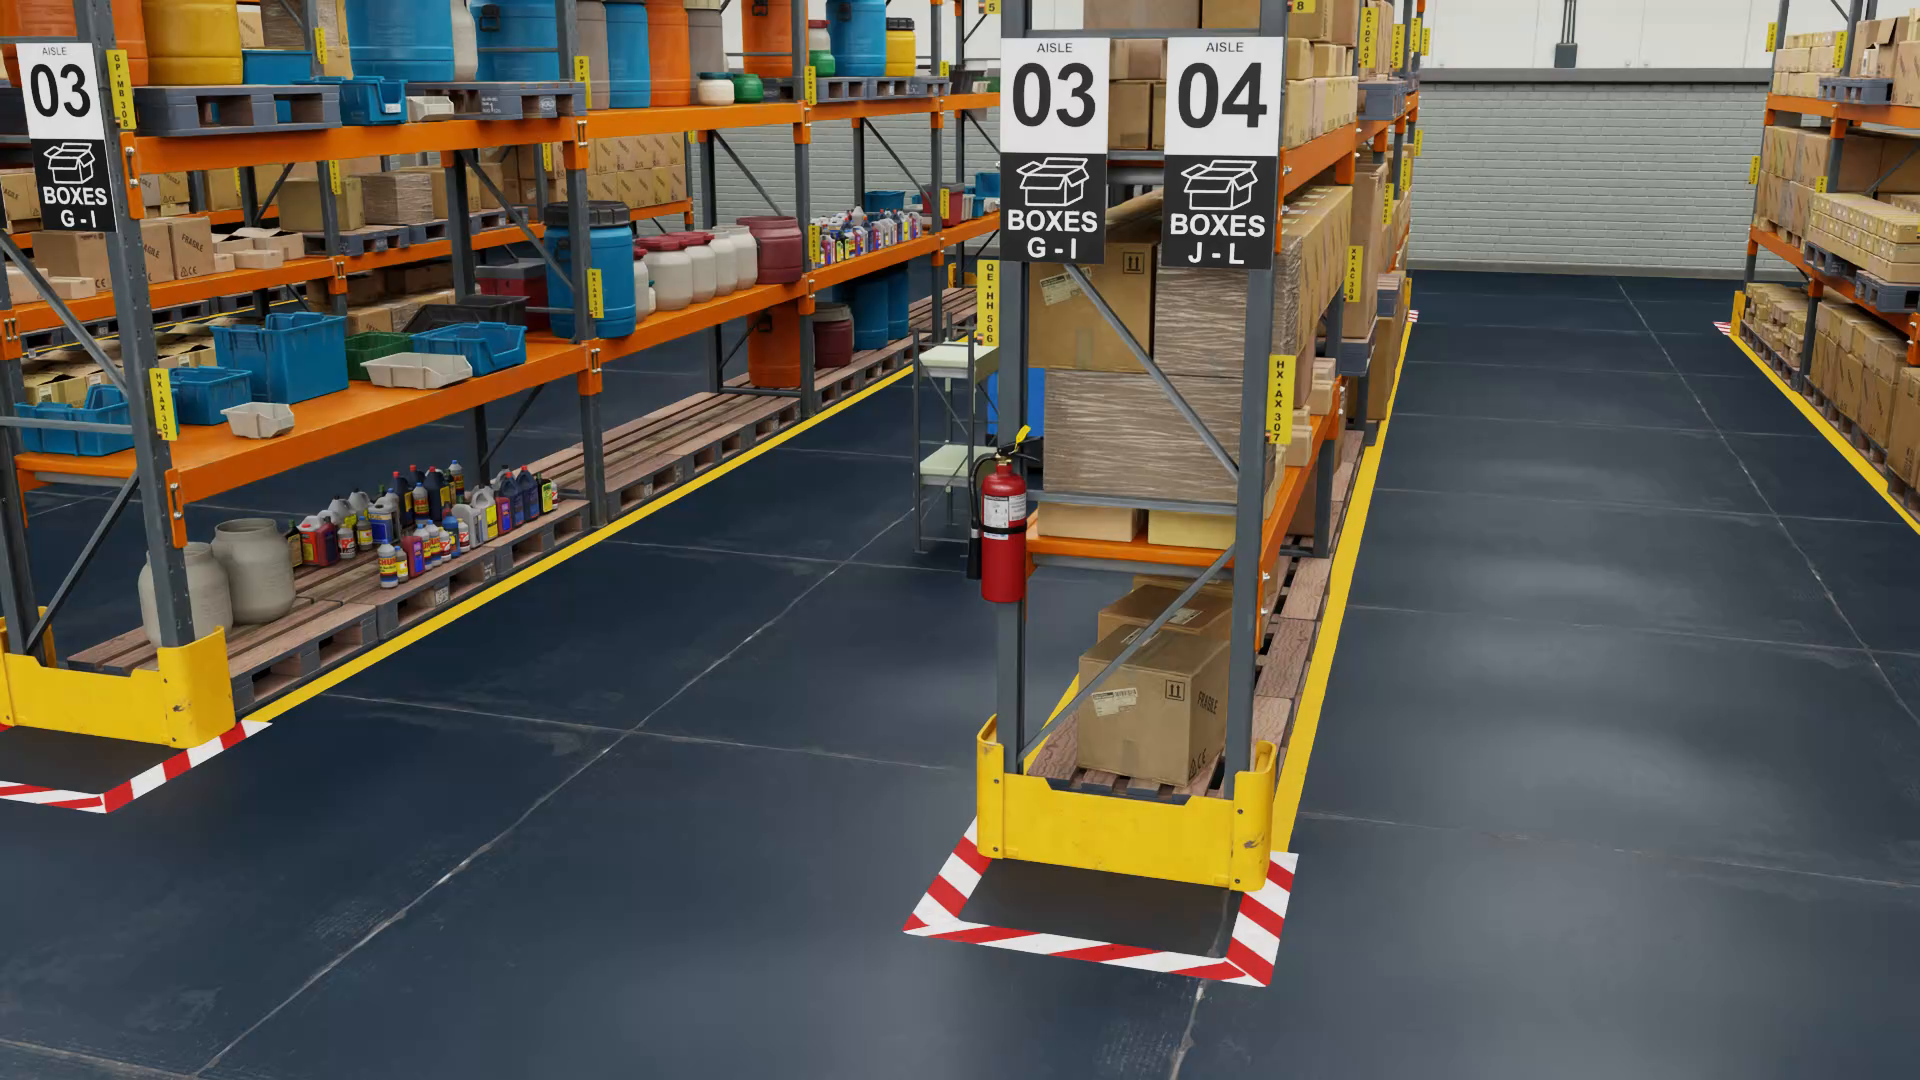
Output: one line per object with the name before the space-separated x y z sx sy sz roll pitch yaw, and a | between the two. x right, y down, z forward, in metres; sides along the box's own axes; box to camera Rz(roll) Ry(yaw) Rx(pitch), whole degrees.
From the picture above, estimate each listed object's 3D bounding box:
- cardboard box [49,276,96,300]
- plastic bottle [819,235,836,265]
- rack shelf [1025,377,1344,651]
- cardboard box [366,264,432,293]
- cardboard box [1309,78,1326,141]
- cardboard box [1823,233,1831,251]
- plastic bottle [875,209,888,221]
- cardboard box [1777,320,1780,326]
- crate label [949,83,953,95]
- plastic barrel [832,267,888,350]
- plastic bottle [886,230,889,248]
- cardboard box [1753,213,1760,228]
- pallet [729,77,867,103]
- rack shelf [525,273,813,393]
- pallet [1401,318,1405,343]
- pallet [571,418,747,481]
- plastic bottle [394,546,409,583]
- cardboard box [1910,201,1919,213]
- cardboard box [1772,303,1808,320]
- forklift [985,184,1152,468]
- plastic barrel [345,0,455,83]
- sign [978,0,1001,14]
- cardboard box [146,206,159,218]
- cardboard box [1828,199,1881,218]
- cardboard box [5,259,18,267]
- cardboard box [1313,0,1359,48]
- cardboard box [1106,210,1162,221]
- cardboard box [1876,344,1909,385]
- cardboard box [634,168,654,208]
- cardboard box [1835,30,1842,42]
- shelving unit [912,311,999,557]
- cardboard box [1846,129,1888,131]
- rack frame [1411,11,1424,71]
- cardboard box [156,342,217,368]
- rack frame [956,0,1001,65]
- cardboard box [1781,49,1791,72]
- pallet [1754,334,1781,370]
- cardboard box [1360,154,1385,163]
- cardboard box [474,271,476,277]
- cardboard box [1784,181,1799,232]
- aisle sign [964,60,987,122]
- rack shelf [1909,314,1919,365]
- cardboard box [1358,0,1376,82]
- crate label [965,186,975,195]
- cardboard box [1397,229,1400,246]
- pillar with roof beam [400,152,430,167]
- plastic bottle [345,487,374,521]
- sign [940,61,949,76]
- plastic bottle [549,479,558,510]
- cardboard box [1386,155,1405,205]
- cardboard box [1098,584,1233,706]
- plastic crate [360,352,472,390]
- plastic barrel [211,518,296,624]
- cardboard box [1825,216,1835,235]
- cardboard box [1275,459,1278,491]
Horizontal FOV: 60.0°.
cardboard box | -7.271 -2.047 13.509 0.380 0.149 0.250 5 16 16
plastic bottle | -1.270 -2.763 15.800 0.152 0.276 0.135 5 16 16
rack shelf | 1.209 -0.313 8.255 1.077 0.370 4.000 5 16 16
cardboard box | -6.243 -2.914 18.507 0.500 0.250 0.500 4 16 15
cardboard box | 1.311 -1.878 7.230 0.500 0.250 0.500 5 16 16
cardboard box | 8.004 -2.675 14.953 0.380 0.149 0.250 5 17 16
plastic bottle | -0.836 -3.333 17.673 0.144 0.351 0.185 5 16 16
cardboard box | 9.204 -2.420 18.273 0.380 0.149 0.250 6 17 19
crate label | -0.282 -5.082 18.734 0.293 0.136 0.466 5 16 16
plastic barrel | -1.070 -2.526 17.814 0.600 0.901 0.708 5 16 16
plastic bottle | -0.792 -3.141 17.270 0.097 0.201 0.097 0 16 0
cardboard box | 9.508 -3.731 19.446 0.380 0.149 0.250 4 16 15
pallet | -1.523 -4.158 15.341 1.003 0.211 1.213 5 16 16
rack shelf | -2.403 -1.744 13.299 1.077 0.370 4.000 5 16 16
pallet | 4.687 -2.447 19.570 1.003 0.211 1.213 5 16 16
pallet | -2.440 -0.754 13.600 1.003 0.211 1.213 5 16 16
plastic bottle | -3.265 0.137 9.671 0.097 0.201 0.097 0 16 0
cardboard box | 8.626 -2.905 14.676 0.380 0.149 0.250 5 16 16
cardboard box | 8.929 -2.441 17.805 0.380 0.149 0.250 4 16 14
forklift | 1.100 -2.299 14.063 1.130 2.935 3.031 5 16 16
plastic barrel | -3.357 -3.201 9.932 0.600 0.901 0.708 5 16 16
sign | 0.114 -2.053 5.952 0.100 0.325 0.005 5 16 16
cardboard box | -10.187 -4.074 20.620 0.380 0.149 0.250 5 17 18
cardboard box | 8.003 -2.959 14.866 0.380 0.149 0.250 4 16 15
cardboard box | -10.998 -2.732 18.633 0.750 0.750 0.750 4 16 15
cardboard box | 1.894 -2.920 8.985 0.500 0.500 0.500 4 16 14
cardboard box | 0.841 -1.233 7.620 0.500 0.500 0.500 5 16 16
cardboard box | 7.584 -1.378 13.126 0.500 0.250 0.500 4 16 15
cardboard box | -4.467 -4.735 22.343 0.500 0.500 0.500 5 17 16
cardboard box | 8.670 -4.841 16.030 0.380 0.149 0.250 5 17 17
shelving unit | -0.002 -0.720 11.119 0.431 1.500 0.755 5 16 16
cardboard box | 9.740 -4.175 17.991 0.500 0.500 0.500 6 17 19
rack frame | 5.188 -7.208 20.252 1.000 3.000 0.127 5 16 16
cardboard box | -6.927 -1.592 14.686 0.500 0.311 0.500 5 17 17
rack frame | 0.439 -7.592 21.606 1.000 3.000 0.127 5 16 16
cardboard box | 9.393 -5.291 18.349 0.500 0.250 0.500 4 16 15
pallet | 9.279 -2.022 18.070 1.003 0.211 1.213 5 16 16
cardboard box | 3.671 -3.460 16.009 0.797 0.503 0.637 5 17 16
cardboard box | -5.817 -2.946 19.994 0.500 0.500 0.500 4 16 13
cardboard box | 8.936 -3.470 17.338 0.500 0.500 0.500 5 16 16
aisle sign | 0.175 -5.999 22.217 0.394 0.787 0.004 5 16 16
rack shelf | 7.073 -0.949 10.495 1.077 0.370 4.000 5 16 16
cardboard box | 2.273 -3.239 10.797 0.797 0.503 0.637 5 17 18
crate label | 0.053 -4.615 22.301 0.416 0.233 0.303 5 16 16
cardboard box | 4.454 -3.206 17.597 0.380 0.149 0.250 5 16 16
pillar with roof beam | -4.994 -8.800 25.864 9.100 9.000 0.400 5 16 16
plastic bottle | -3.773 -0.164 10.460 0.144 0.351 0.185 4 16 15
sign | -0.171 -5.064 18.172 0.100 0.325 0.005 5 16 16
plastic bottle | -2.776 -0.313 11.258 0.097 0.201 0.097 0 16 0
cardboard box | 4.432 -3.813 17.630 0.500 0.500 0.500 5 16 16
cardboard box | 0.971 0.543 7.728 0.500 0.500 0.500 10 18 30
plastic crate | -3.190 -0.995 9.825 0.530 0.136 0.437 5 16 16
plastic barrel | -3.852 0.165 9.039 0.421 0.512 0.421 0 16 0
cardboard box | 8.007 -2.818 14.913 0.380 0.149 0.250 4 16 13
cardboard box | 1.176 -0.267 7.232 0.380 0.149 0.250 5 16 16
